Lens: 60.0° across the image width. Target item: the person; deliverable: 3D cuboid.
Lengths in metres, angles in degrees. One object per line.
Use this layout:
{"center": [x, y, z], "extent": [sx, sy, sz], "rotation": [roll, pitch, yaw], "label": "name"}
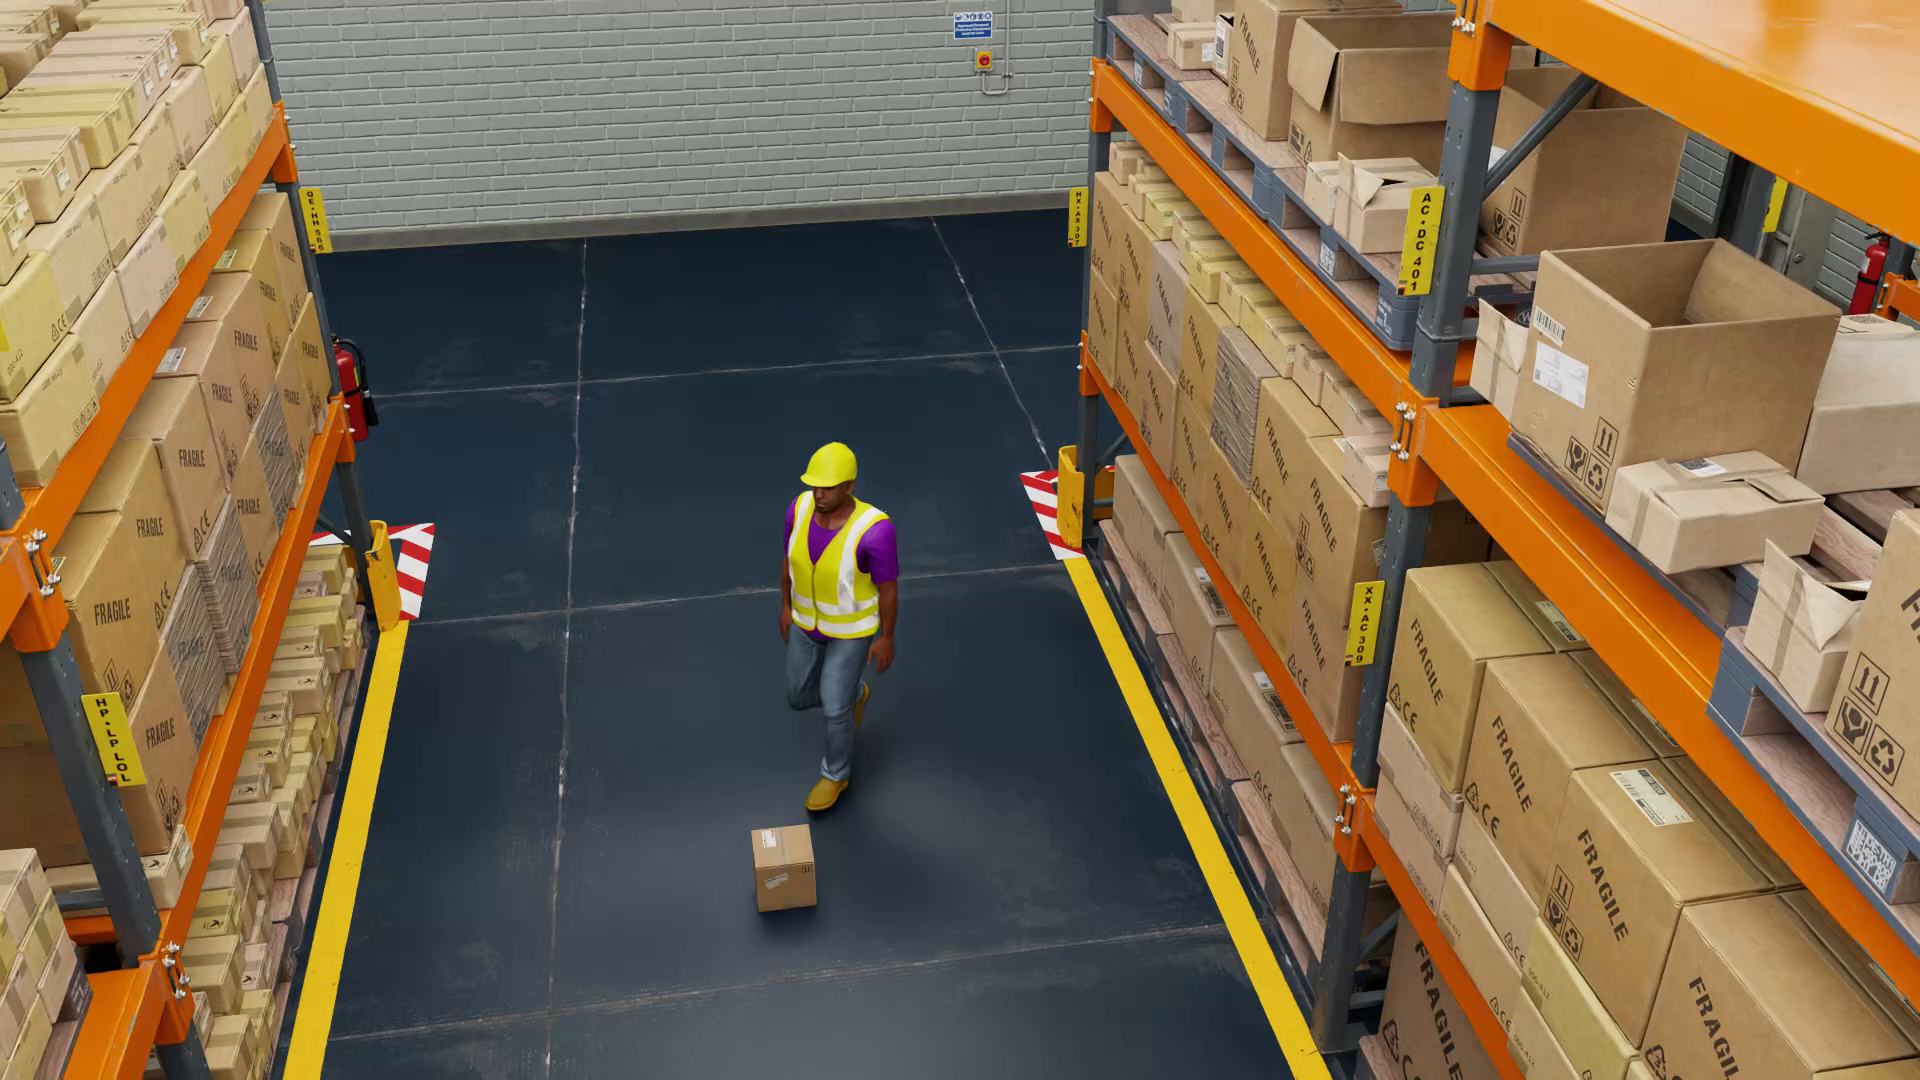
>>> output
{"center": [-0.556, 0.361, 7.479], "extent": [0.597, 1.753, 0.672], "rotation": [17, 35, 27], "label": "person"}
